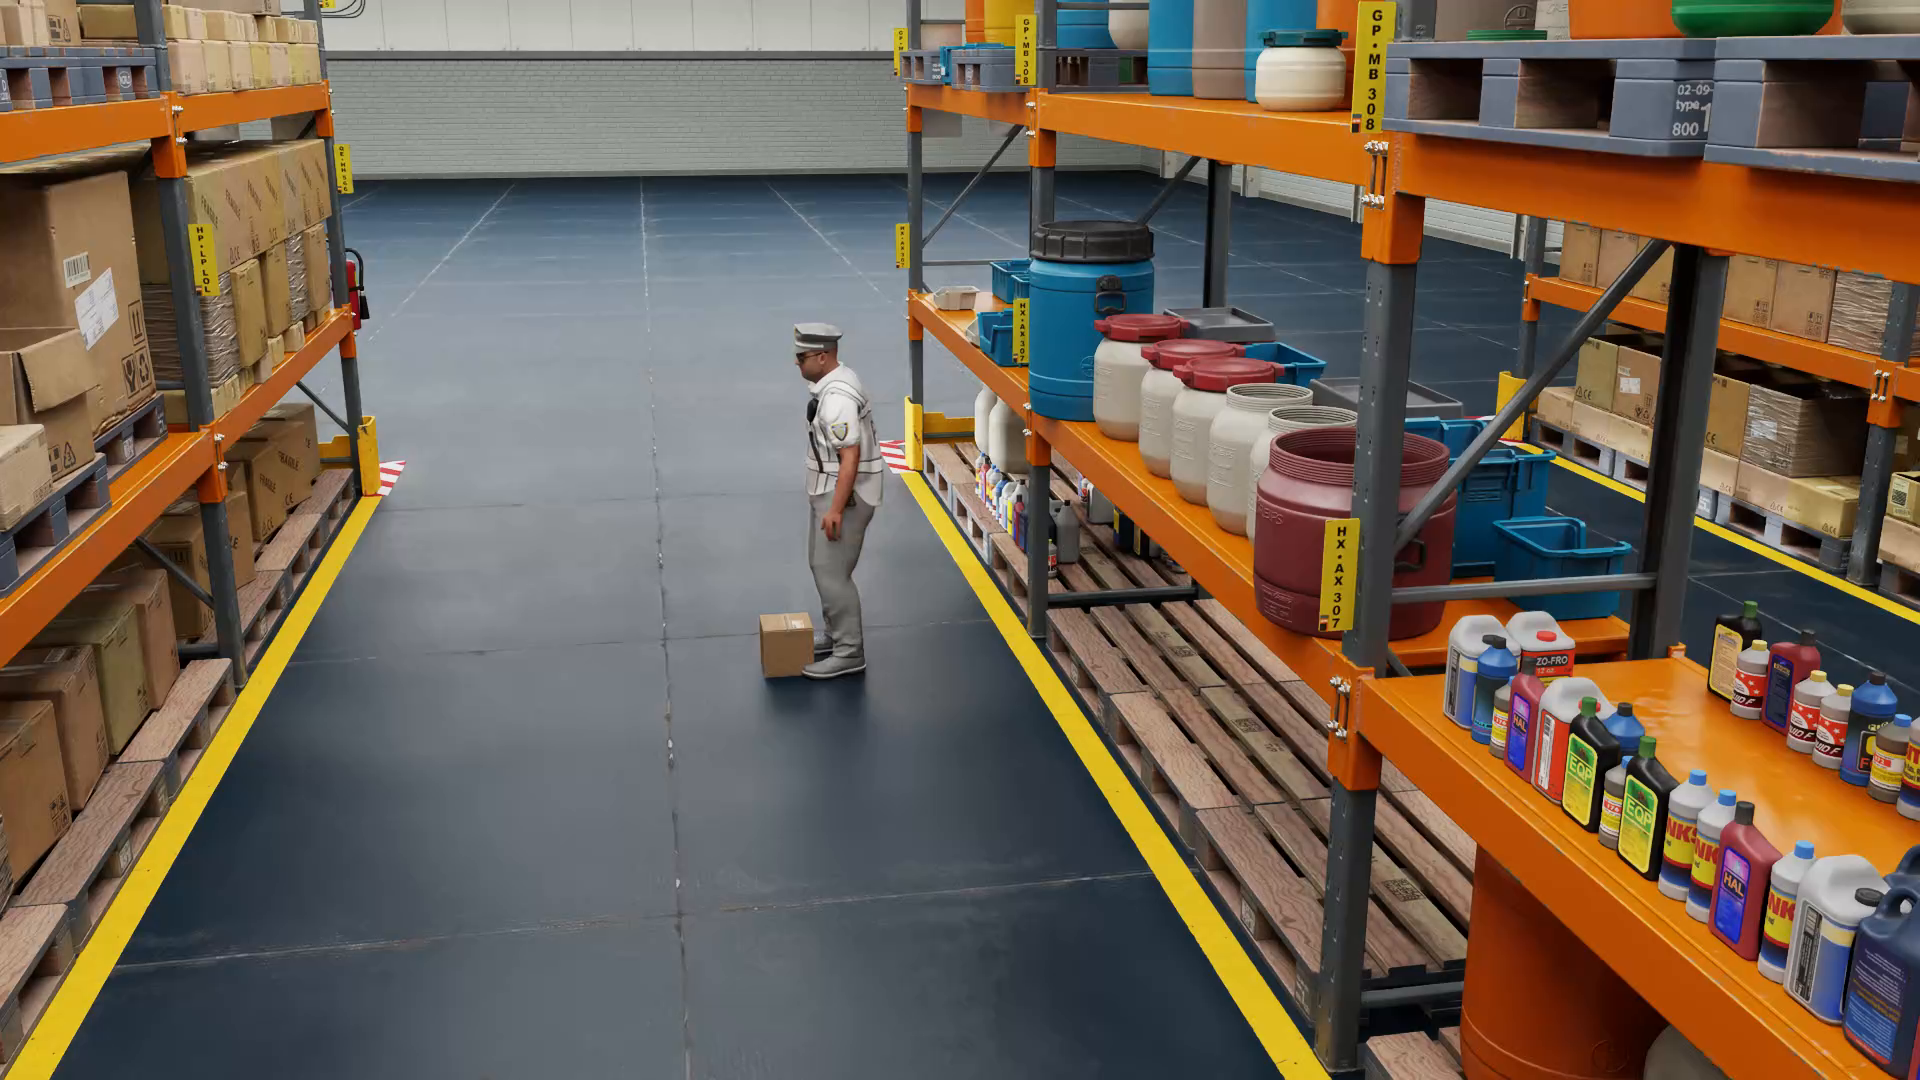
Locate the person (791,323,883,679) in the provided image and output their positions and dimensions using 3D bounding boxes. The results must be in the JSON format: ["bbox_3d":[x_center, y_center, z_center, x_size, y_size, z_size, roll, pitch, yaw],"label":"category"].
[{"bbox_3d":[-0.607,-0.209,8.240,0.439,1.747,0.585,-3,17,-10],"label":"person"}]
